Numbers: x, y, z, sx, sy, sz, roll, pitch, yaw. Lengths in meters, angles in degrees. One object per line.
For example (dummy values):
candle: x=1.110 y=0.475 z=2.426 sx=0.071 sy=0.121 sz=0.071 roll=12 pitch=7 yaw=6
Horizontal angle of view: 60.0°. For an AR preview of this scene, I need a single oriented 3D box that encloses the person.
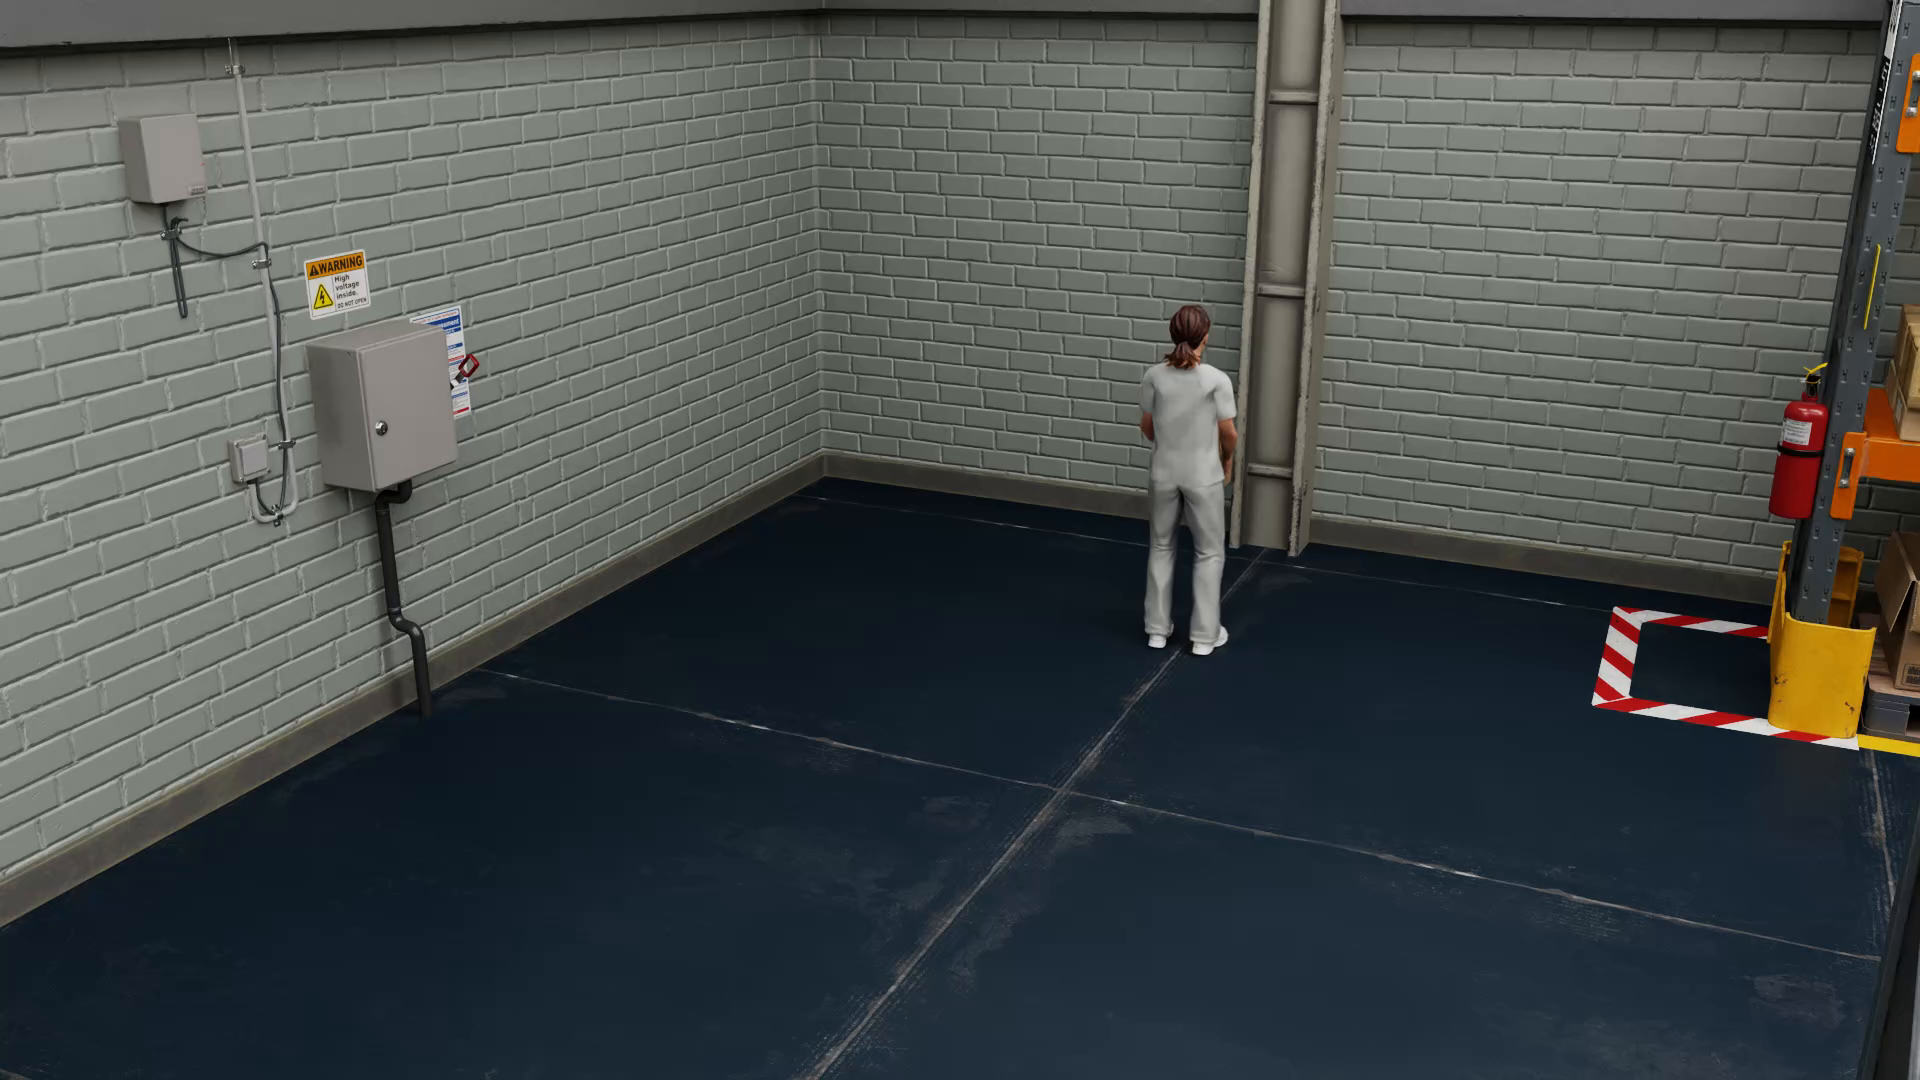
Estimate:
person: x=1.083 y=-0.293 z=7.909 sx=0.465 sy=1.675 sz=0.461 roll=8 pitch=21 yaw=22
